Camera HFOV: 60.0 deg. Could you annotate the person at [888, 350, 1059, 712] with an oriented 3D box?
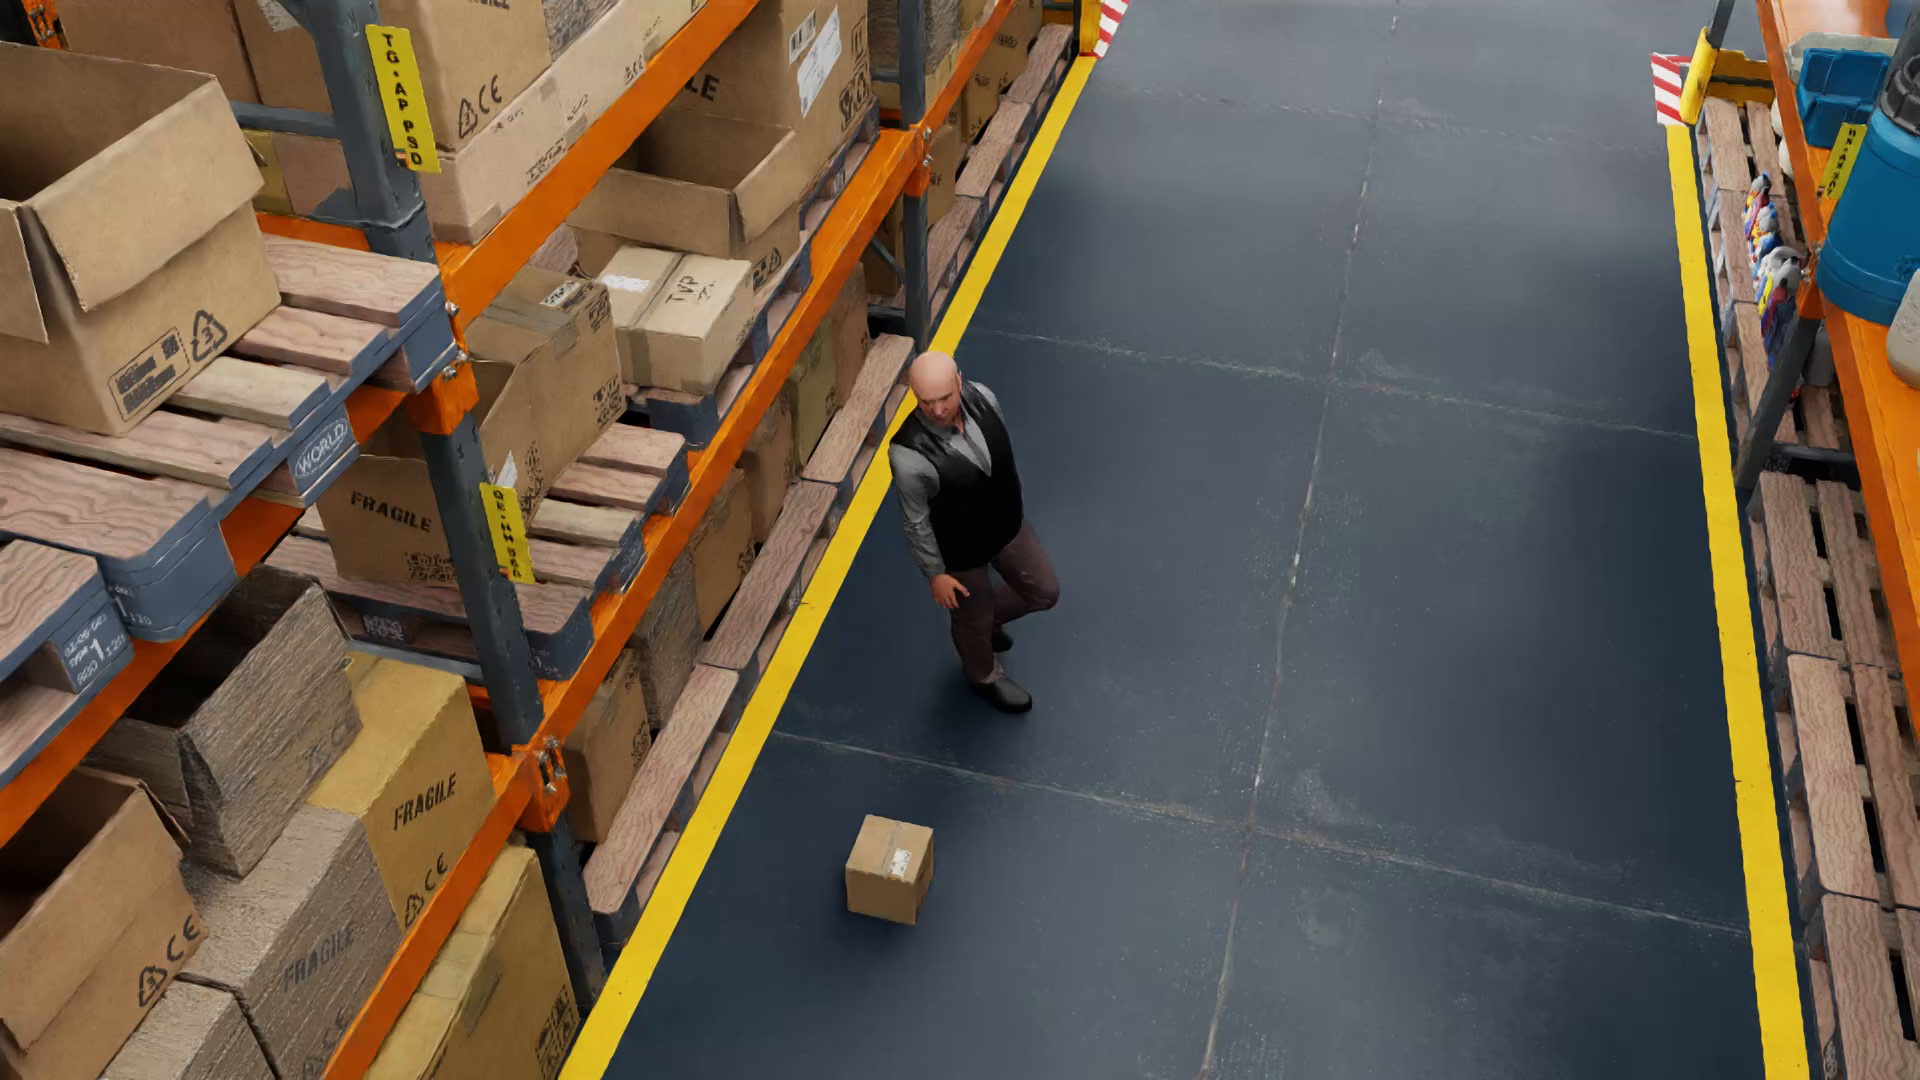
[{"bbox_3d":[0.061,0.004,6.168,0.446,1.705,0.638,28,48,29],"label":"person"}]
